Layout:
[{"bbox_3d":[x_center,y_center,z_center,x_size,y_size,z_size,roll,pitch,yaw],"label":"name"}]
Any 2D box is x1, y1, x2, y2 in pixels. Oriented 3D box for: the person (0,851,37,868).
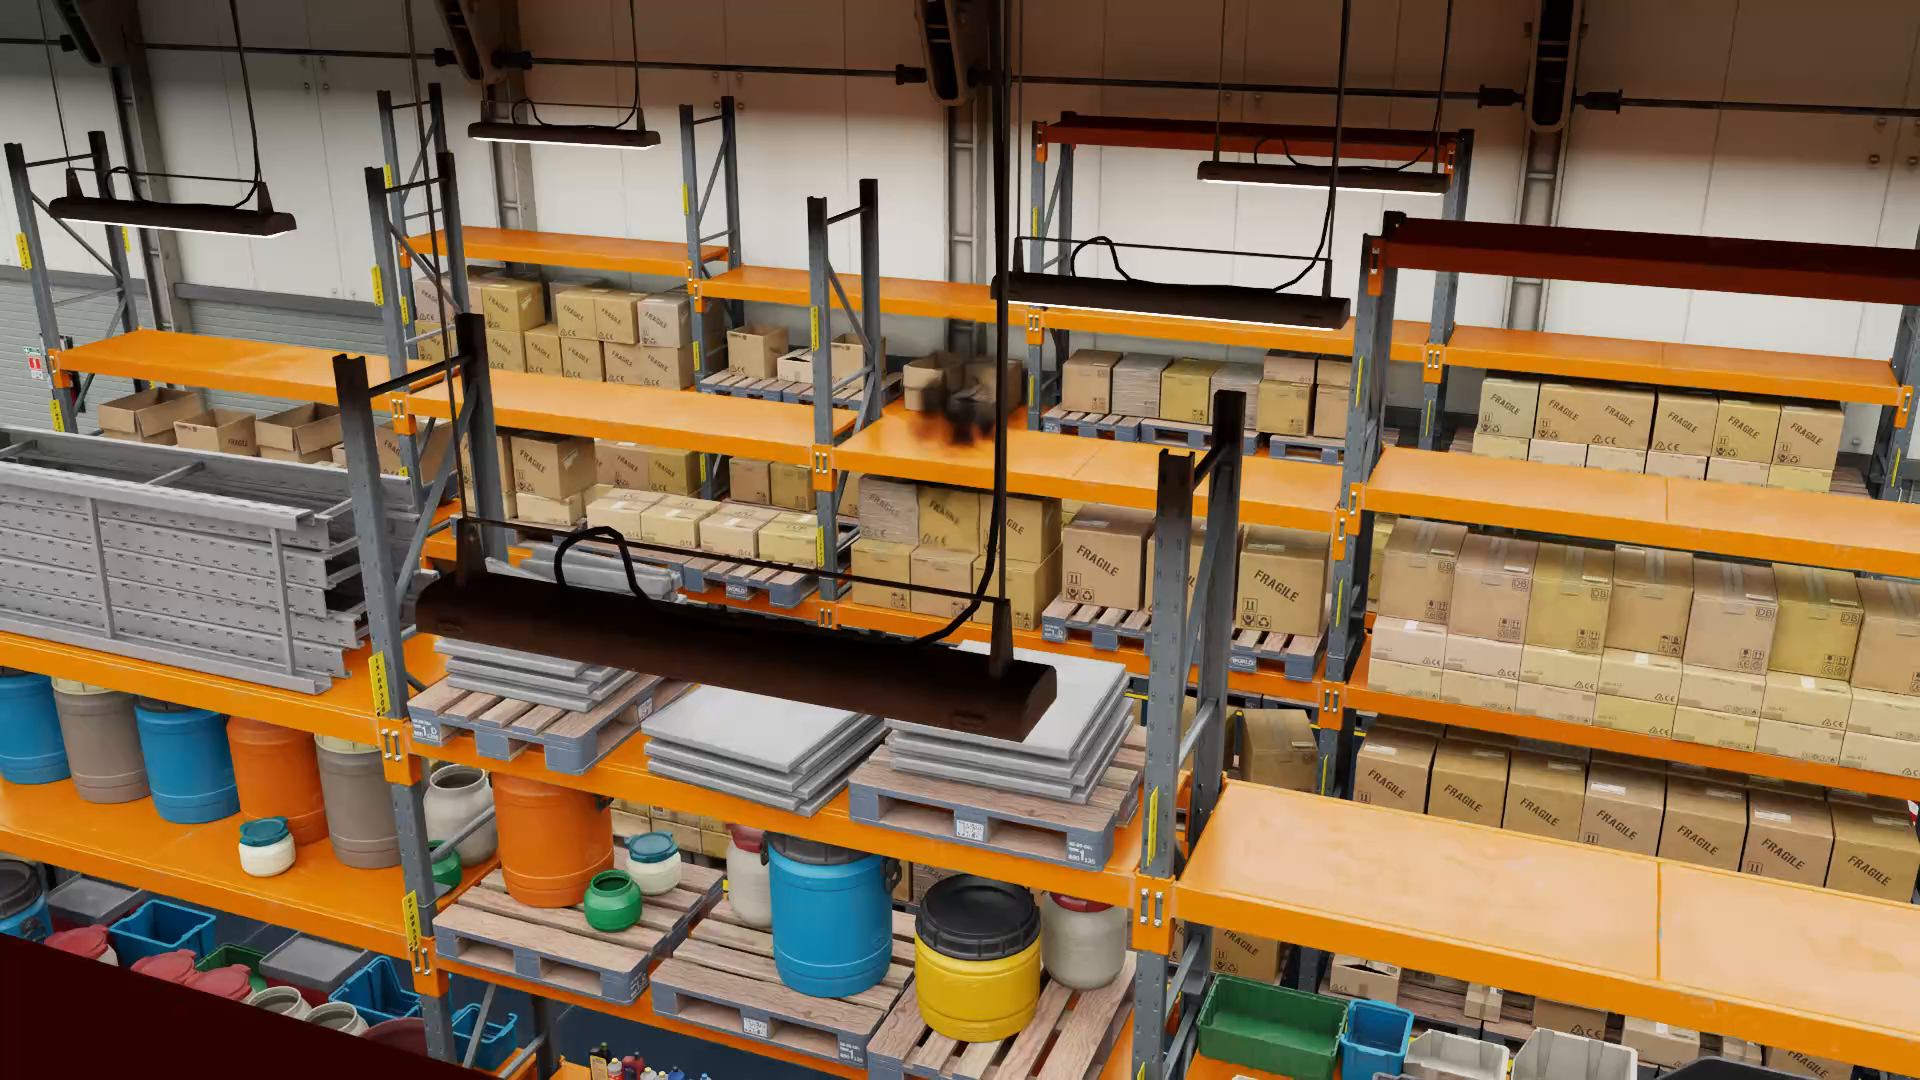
[{"bbox_3d":[-7.558,2.562,13.285,0.779,1.798,0.635,7,22,17],"label":"person"}]
